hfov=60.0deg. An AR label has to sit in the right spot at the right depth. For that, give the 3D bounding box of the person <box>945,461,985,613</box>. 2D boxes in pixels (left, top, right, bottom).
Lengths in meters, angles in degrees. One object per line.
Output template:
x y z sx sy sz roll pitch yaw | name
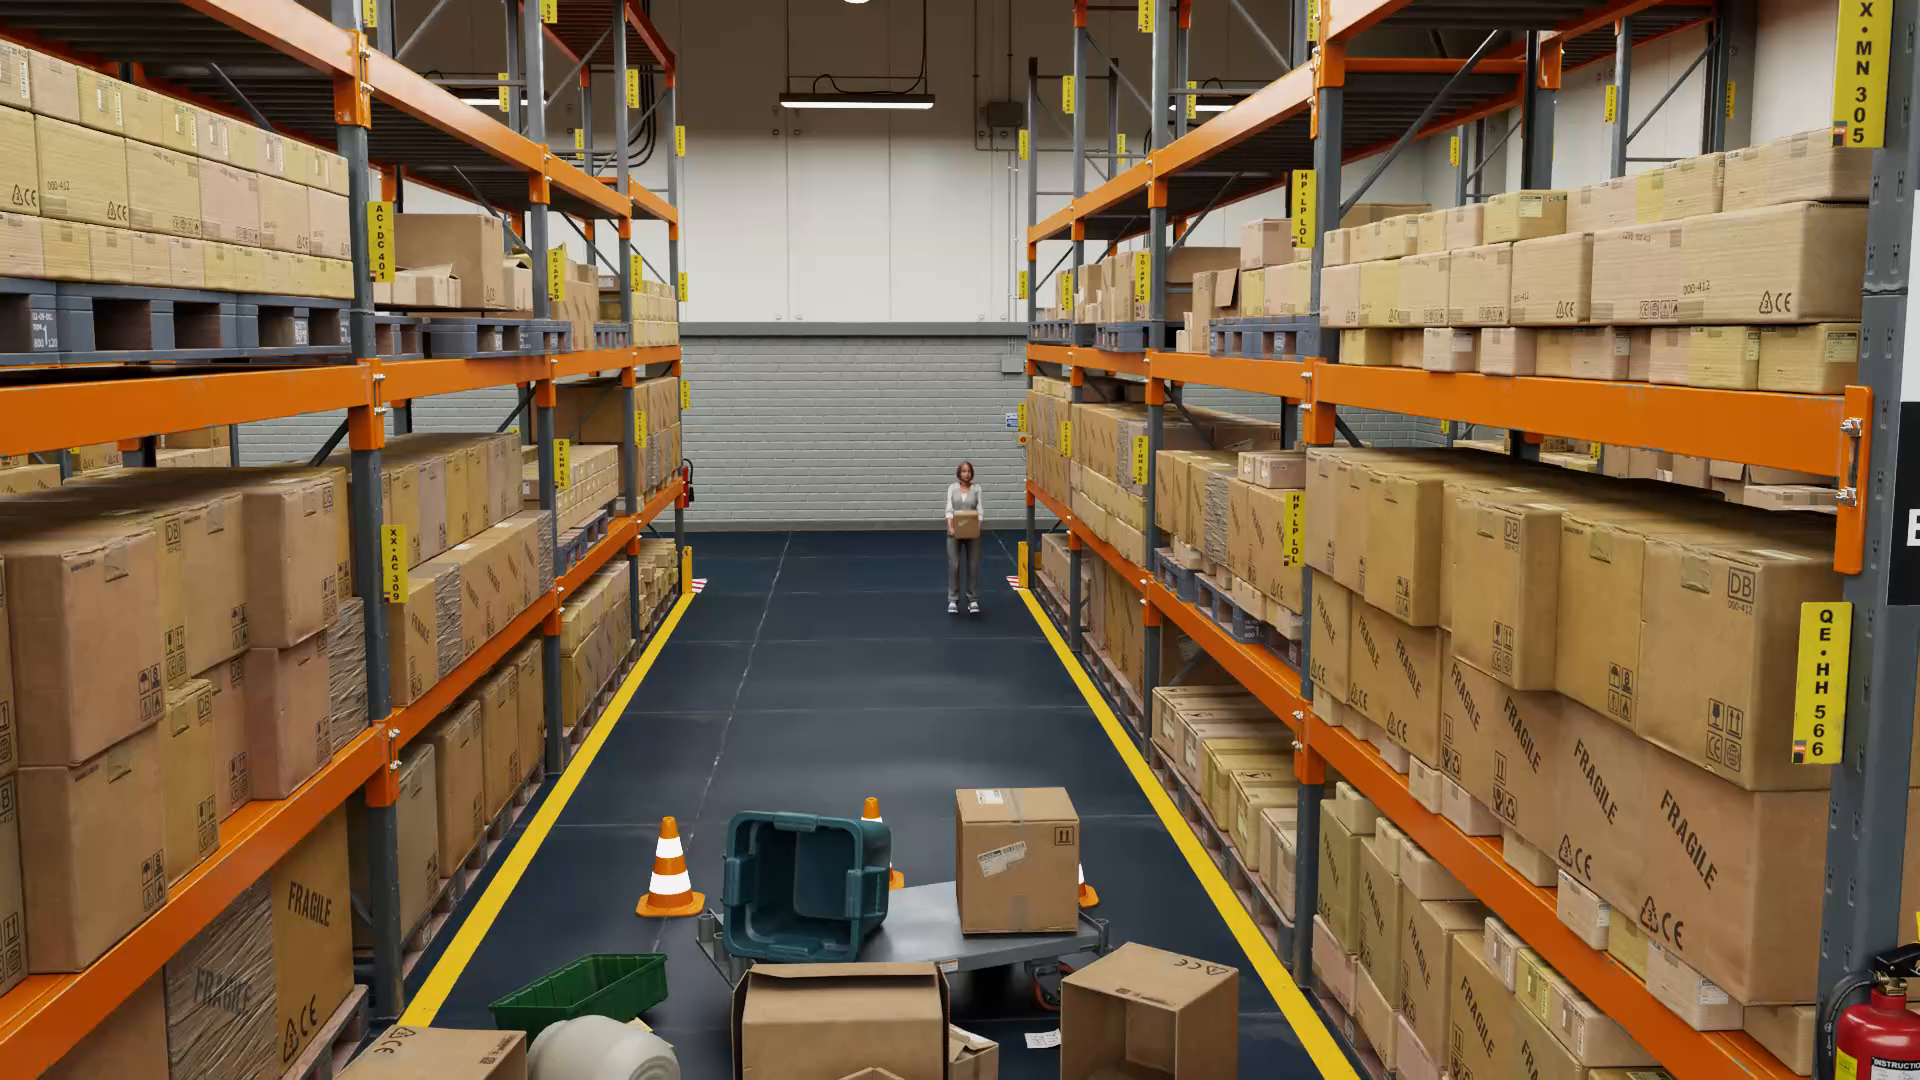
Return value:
0.053 -0.025 17.494 0.412 1.595 0.486 0 7 -2 | person
